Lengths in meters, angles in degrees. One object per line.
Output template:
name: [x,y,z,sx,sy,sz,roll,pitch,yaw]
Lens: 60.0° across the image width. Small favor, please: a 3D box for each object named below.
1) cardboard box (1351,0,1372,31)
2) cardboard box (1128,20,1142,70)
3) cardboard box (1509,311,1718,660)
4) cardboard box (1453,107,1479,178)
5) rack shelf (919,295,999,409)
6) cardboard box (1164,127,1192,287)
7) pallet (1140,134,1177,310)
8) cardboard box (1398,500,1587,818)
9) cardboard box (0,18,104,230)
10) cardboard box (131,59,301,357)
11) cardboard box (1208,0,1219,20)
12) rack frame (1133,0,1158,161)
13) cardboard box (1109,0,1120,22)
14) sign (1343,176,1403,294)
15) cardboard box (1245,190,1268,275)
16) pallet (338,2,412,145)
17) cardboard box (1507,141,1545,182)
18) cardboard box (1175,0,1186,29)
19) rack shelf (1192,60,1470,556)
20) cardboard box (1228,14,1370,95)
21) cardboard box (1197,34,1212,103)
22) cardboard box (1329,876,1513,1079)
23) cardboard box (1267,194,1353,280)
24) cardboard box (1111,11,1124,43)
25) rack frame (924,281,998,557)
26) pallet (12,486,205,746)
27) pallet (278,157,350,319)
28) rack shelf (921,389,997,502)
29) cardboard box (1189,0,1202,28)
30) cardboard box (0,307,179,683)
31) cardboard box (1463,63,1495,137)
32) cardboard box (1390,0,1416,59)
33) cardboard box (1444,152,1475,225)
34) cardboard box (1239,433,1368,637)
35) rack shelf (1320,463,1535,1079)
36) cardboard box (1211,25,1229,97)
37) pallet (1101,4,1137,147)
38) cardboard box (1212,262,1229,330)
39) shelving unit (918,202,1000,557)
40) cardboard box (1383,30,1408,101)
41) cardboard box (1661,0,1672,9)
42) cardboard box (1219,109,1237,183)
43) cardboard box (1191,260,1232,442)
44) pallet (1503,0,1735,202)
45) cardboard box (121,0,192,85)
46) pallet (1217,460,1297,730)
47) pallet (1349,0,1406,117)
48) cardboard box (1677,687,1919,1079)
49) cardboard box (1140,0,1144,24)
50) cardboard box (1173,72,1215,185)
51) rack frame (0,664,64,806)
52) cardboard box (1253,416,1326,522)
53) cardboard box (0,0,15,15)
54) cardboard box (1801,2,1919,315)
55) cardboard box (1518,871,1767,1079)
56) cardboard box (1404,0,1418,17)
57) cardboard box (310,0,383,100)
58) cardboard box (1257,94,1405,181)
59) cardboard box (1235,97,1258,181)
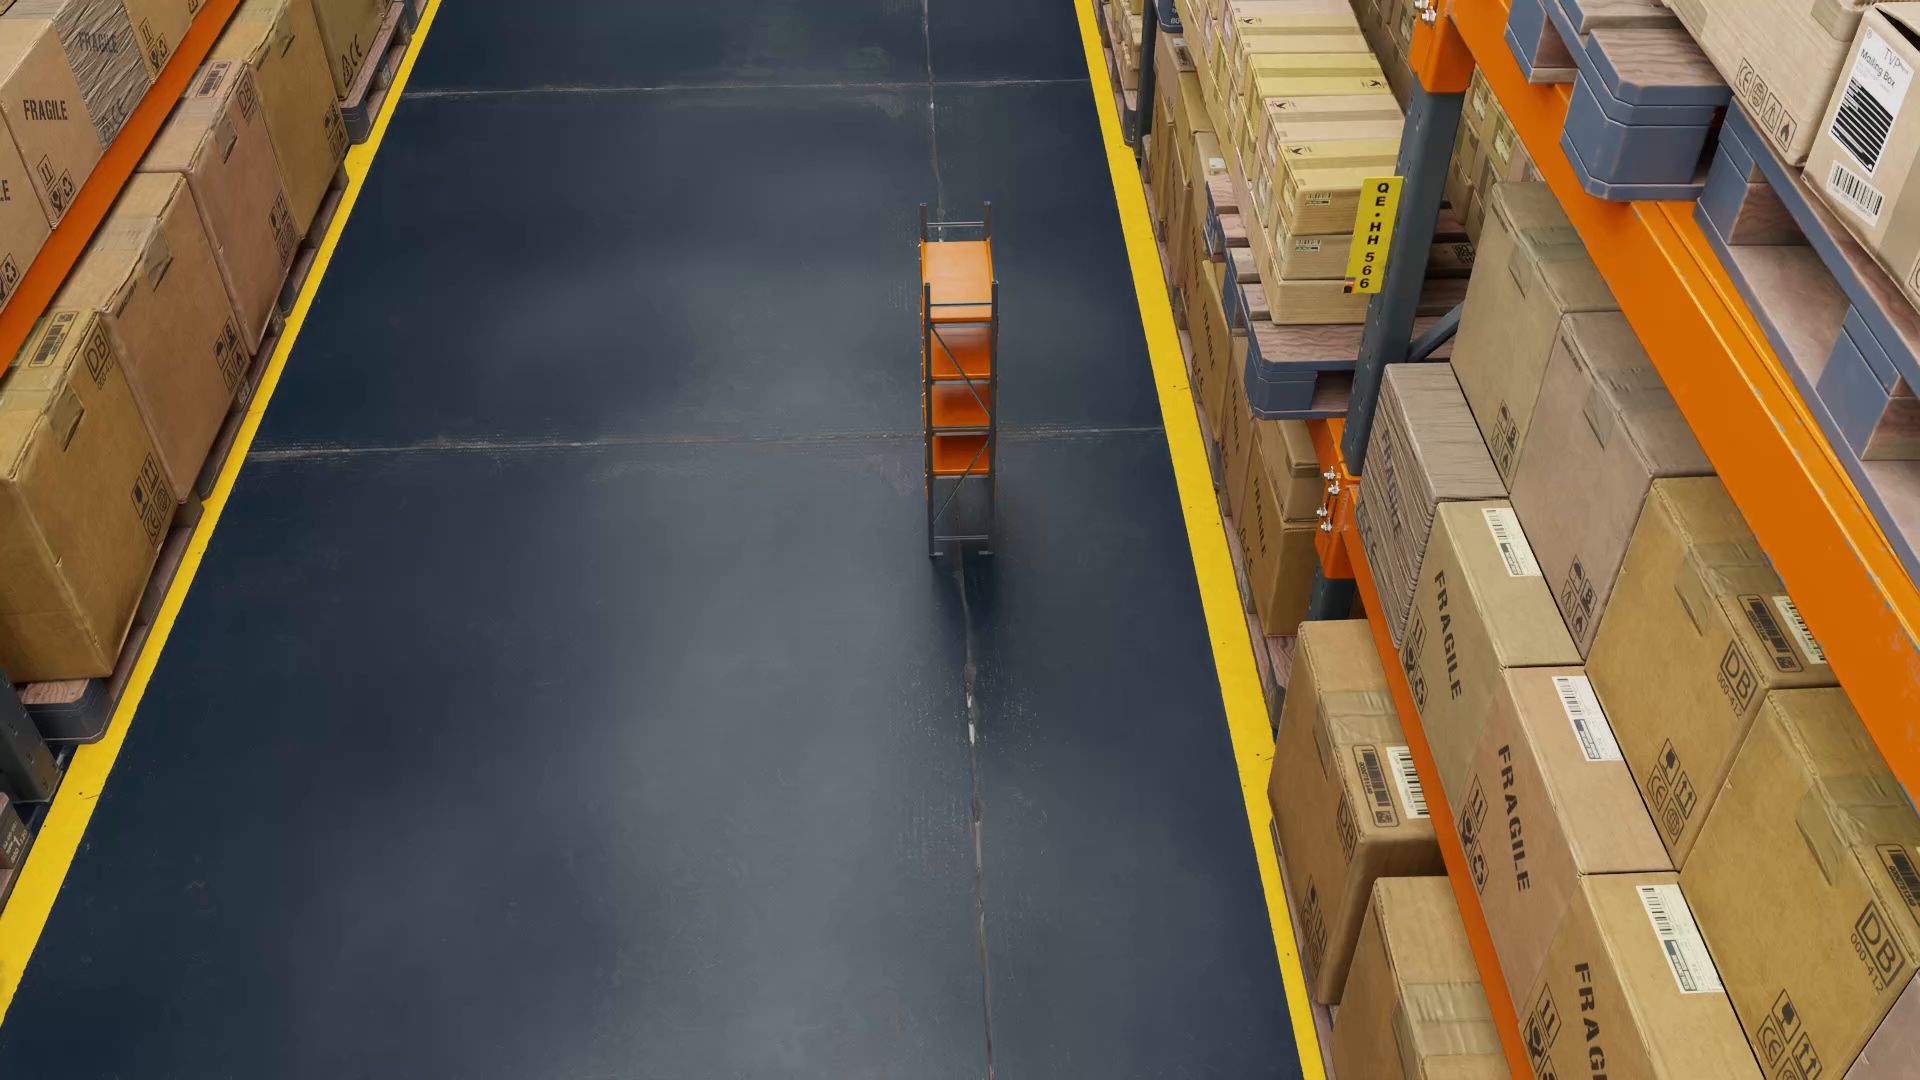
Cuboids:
cardboard box: [1.649,-1.981,6.067,0.380,0.149,0.250,0,43,0]
cardboard box: [1.044,-2.478,8.312,0.380,0.149,0.250,-1,43,-1]
cardboard box: [1.577,-0.121,3.348,0.700,0.500,0.500,-2,43,-2]
cardboard box: [1.697,-1.228,5.024,0.380,0.149,0.250,-3,43,-3]
rack shelf: [-0.007,-0.669,5.861,0.258,0.148,0.480,-2,43,-2]
cardboard box: [1.166,-1.431,7.130,0.500,0.500,0.500,0,43,0]
pallet: [1.410,-1.507,7.738,1.003,0.211,1.213,-2,43,-2]
cardboard box: [1.319,0.257,3.676,0.500,0.500,0.500,-2,43,-2]
cardboard box: [-3.213,-1.353,5.432,0.500,0.500,0.500,-2,43,-3]
cardboard box: [-3.498,-1.324,6.736,1.225,0.875,0.875,-3,43,-3]
cardboard box: [1.014,-1.833,5.464,0.380,0.149,0.250,0,43,0]
rack frame: [1.375,-3.061,7.369,1.000,3.000,0.127,-2,43,-2]
cardboard box: [0.992,-2.841,8.708,0.380,0.149,0.250,-3,43,-3]
sign: [1.004,-0.736,4.035,0.100,0.325,0.005,-2,43,-2]
cardboard box: [1.056,-0.910,4.898,0.380,0.149,0.250,-2,43,-2]
pallet: [-3.538,-2.474,8.793,1.003,0.211,1.213,-2,43,-2]
cardboard box: [1.719,-0.963,4.515,0.380,0.149,0.250,-2,43,-2]
cardboard box: [0.993,-1.963,6.046,0.380,0.149,0.250,-2,43,-3]
rack shelf: [1.460,-1.446,6.140,1.077,0.370,4.000,-2,43,-2]
cardboard box: [1.032,-1.486,5.087,0.380,0.149,0.250,0,43,-1]
cardboard box: [1.016,-1.609,5.660,0.380,0.149,0.250,0,43,0]
cardboard box: [1.522,1.318,3.947,1.050,0.750,0.750,-1,43,-1]
cardboard box: [1.069,-0.853,4.616,0.380,0.149,0.250,-1,43,-1]
cardboard box: [1.015,-2.774,8.856,0.380,0.149,0.250,-3,43,-3]
rack frame: [0.003,-0.389,5.787,0.240,1.200,0.015,-2,43,-2]
pallet: [-3.373,0.207,5.868,1.003,0.211,1.213,-2,43,-2]
pallet: [-3.476,-1.440,7.665,1.003,0.211,1.213,-2,43,-2]
rack shelf: [-0.007,-0.358,6.146,0.258,0.148,0.480,-2,43,-2]
cardboard box: [1.001,-1.898,5.756,0.380,0.149,0.250,-2,43,-3]
cardboard box: [-3.423,-0.124,5.428,1.225,0.875,0.875,-3,43,-4]
cardboard box: [1.699,-1.307,4.890,0.380,0.149,0.250,-2,43,-2]
cardboard box: [1.669,-1.734,5.577,0.380,0.149,0.250,-2,43,-2]
cardboard box: [1.705,-1.094,5.099,0.380,0.149,0.250,0,43,0]
cardboard box: [1.256,-0.031,5.603,0.500,0.500,0.500,-2,43,-2]
rack shelf: [1.630,1.255,3.193,1.077,0.370,4.000,-2,43,-2]
cardboard box: [1.024,-1.548,5.373,0.380,0.149,0.250,-2,43,-2]
pallet: [1.312,-2.485,8.805,1.003,0.211,1.213,-2,43,-2]
cardboard box: [1.216,-1.009,6.115,0.500,0.250,0.500,-1,43,-1]
shelving unit: [-0.007,-0.554,5.966,0.258,1.200,0.503,-2,43,-2]
cardboard box: [1.670,-1.626,5.679,0.380,0.149,0.250,-1,43,-1]
cardboard box: [1.356,-1.130,2.724,0.500,0.311,0.500,-2,43,-2]
cardboard box: [1.038,-1.252,5.271,0.380,0.149,0.250,-2,43,-2]
cardboard box: [1.199,-0.738,6.374,0.500,0.500,0.500,-3,43,-4]
pallet: [1.626,-0.964,3.001,1.213,0.211,1.003,0,43,0]
cardboard box: [-3.248,-2.029,6.170,0.500,0.500,0.500,-2,43,-2]
pallet: [1.514,0.140,5.941,1.003,0.211,1.213,-2,43,-2]
pallet: [1.420,-1.625,5.945,1.003,0.211,1.213,-2,43,-2]
cardboard box: [1.623,0.570,2.594,0.700,0.500,0.500,-2,43,-2]
cardboard box: [1.100,-2.617,8.244,0.380,0.149,0.250,-1,43,-1]
cardboard box: [1.168,-1.705,6.874,0.500,0.250,0.500,-1,43,-1]
rack frame: [-3.414,-0.286,4.343,1.000,3.000,0.127,-2,43,-2]
cardboard box: [1.254,-0.325,5.368,0.500,0.250,0.500,-3,43,-3]
cardboard box: [-3.489,-2.080,5.483,0.797,0.503,0.637,0,43,0]
cardboard box: [1.399,-0.445,1.977,0.500,0.311,0.500,-2,43,-3]
cardboard box: [1.359,0.933,2.938,0.500,0.500,0.500,-2,43,-2]
cardboard box: [1.662,-1.847,5.480,0.380,0.149,0.250,0,43,0]
cardboard box: [-3.532,-2.806,8.353,0.875,0.875,0.875,-2,43,-2]
cardboard box: [1.058,-1.129,4.697,0.380,0.149,0.250,-2,43,-2]
cardboard box: [1.043,-1.211,5.006,0.380,0.149,0.250,-1,43,-1]
